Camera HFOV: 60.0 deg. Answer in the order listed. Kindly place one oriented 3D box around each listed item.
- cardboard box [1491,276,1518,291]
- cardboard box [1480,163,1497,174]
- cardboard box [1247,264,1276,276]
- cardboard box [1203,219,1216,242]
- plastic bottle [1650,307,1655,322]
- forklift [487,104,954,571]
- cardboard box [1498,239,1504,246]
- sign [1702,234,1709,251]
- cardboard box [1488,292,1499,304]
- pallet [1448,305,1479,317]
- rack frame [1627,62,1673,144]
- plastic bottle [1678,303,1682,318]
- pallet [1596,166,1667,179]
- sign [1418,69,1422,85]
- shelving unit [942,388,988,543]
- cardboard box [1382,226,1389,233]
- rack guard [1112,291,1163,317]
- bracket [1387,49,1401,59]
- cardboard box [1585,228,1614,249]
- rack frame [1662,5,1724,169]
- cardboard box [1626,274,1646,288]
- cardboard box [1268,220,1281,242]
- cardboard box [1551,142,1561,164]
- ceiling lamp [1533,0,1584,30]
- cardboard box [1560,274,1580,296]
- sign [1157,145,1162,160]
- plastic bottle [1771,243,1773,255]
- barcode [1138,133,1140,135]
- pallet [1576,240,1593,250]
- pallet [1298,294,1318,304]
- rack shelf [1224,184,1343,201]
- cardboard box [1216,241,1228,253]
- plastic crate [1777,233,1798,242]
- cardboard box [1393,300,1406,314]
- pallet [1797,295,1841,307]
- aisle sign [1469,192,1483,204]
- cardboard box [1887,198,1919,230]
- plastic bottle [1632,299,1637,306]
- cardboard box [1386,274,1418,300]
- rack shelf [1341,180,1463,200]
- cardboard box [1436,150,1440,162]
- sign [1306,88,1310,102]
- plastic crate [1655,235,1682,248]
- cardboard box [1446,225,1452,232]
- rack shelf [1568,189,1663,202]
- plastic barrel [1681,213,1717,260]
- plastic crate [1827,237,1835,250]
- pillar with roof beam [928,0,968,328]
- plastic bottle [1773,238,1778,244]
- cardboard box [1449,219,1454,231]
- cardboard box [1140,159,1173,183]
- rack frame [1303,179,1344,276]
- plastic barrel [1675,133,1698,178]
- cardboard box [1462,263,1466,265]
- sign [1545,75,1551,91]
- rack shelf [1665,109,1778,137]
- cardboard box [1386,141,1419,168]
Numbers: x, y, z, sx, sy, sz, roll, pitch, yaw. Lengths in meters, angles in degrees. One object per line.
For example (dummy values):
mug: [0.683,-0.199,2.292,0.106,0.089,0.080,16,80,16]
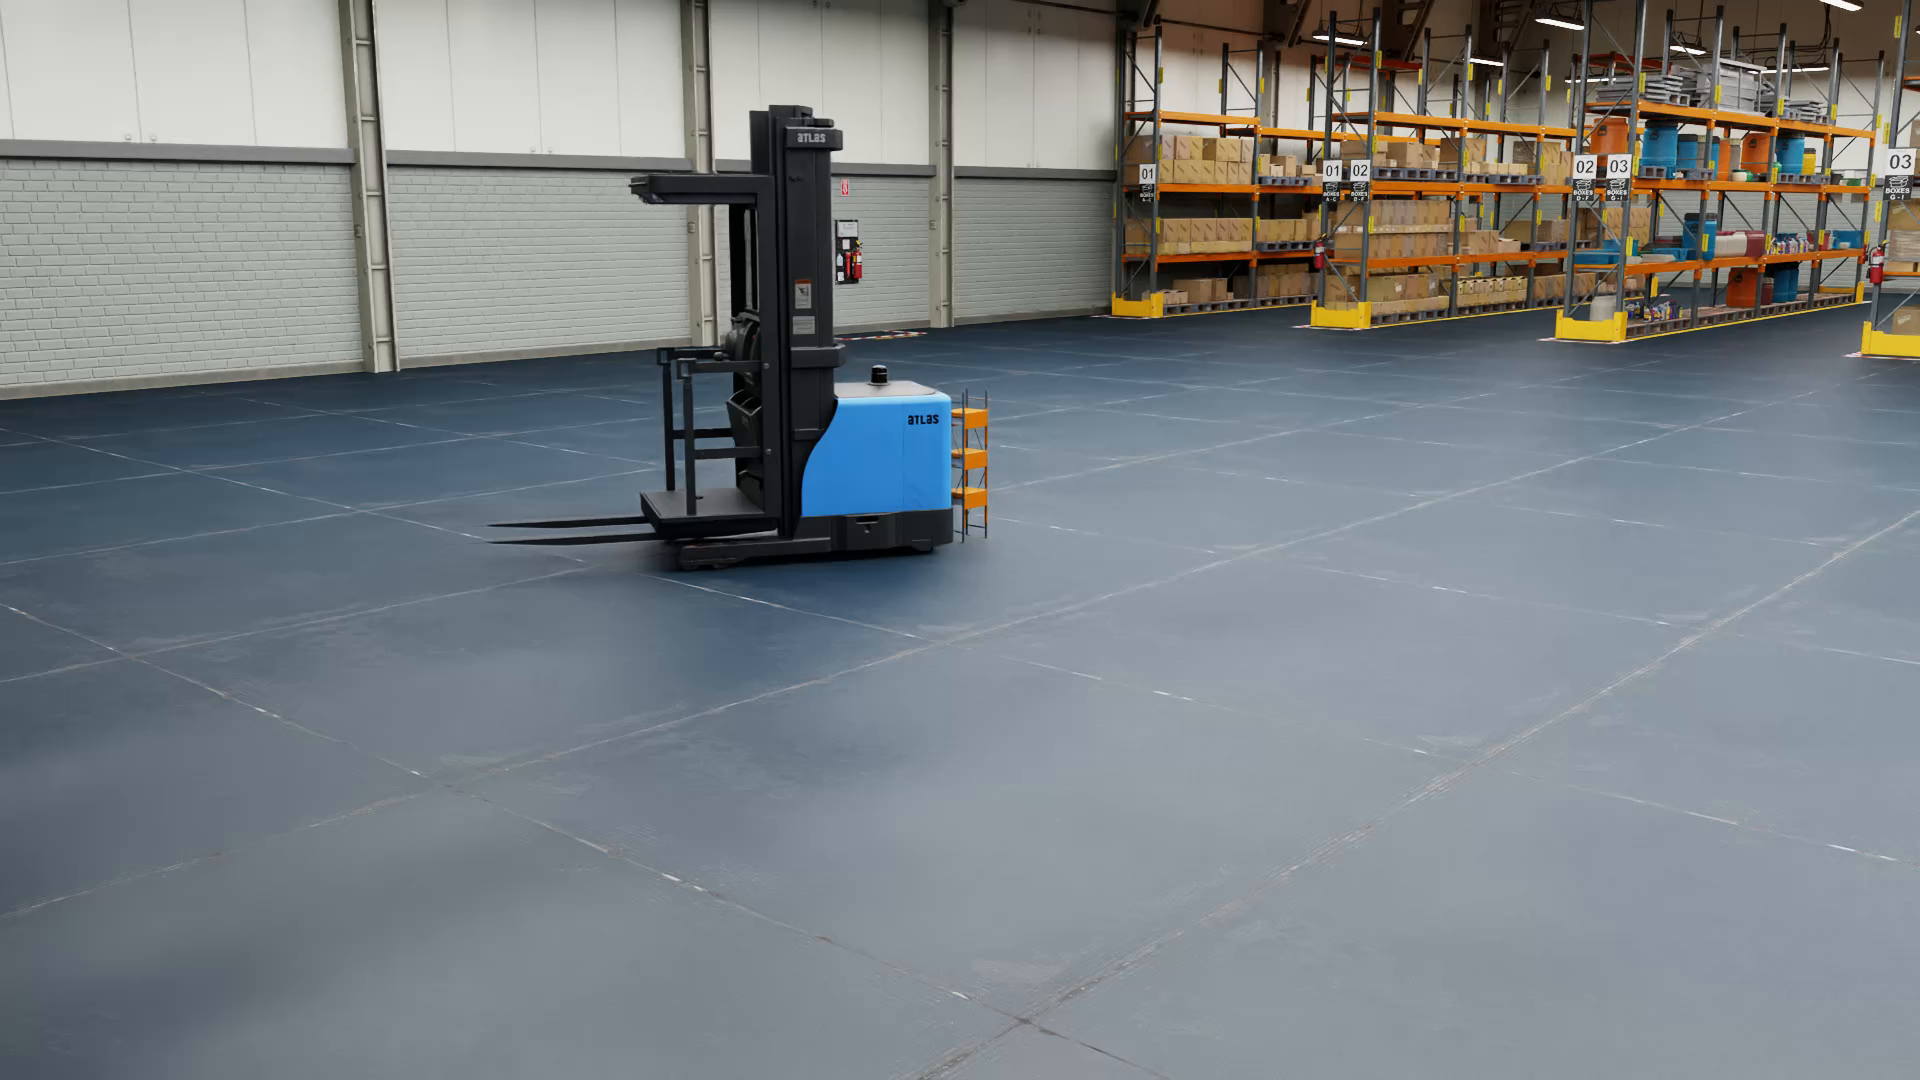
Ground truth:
cardboard box: [12.293,-5.808,37.649,0.500,0.311,0.500,9,15,39]
cardboard box: [11.460,-8.150,36.510,0.500,0.250,0.500,8,14,36]
cardboard box: [7.190,-6.447,39.673,0.500,0.250,0.500,9,15,39]
cardboard box: [5.340,-6.884,36.937,0.500,0.500,0.500,10,15,42]
plastic bottle: [12.824,-4.185,30.818,0.061,0.283,0.133,10,15,41]
forklift: [-1.619,-1.355,11.010,3.031,2.935,1.130,-3,12,-17]
cardboard box: [12.056,-6.712,37.883,0.500,0.311,0.500,10,15,40]
sign: [14.276,-5.695,31.861,0.100,0.325,0.005,10,15,40]
cardboard box: [11.619,-5.385,36.960,0.500,0.250,0.500,10,15,41]
pallet: [10.609,-5.019,36.303,1.003,0.211,1.213,10,15,40]
rack frame: [18.073,-10.981,43.713,1.000,3.000,0.127,10,15,40]
plastic bottle: [13.800,-4.403,31.907,0.061,0.283,0.133,11,16,43]
pallet: [11.849,-6.531,29.577,1.003,0.211,1.213,10,15,40]
sign: [9.736,-9.781,35.117,0.100,0.325,0.005,10,15,40]
shelving unit: [0.035,-0.523,11.648,0.215,1.050,0.252,10,15,40]
cardboard box: [8.270,-6.158,32.971,0.380,0.149,0.250,10,15,41]
rack guard: [3.838,-5.110,36.020,1.175,0.500,0.348,10,15,40]
bracket: [11.514,-12.905,44.158,0.235,0.232,0.430,10,15,40]
cardboard box: [15.974,-7.539,41.544,0.500,0.500,0.500,10,15,42]
rack frame: [13.870,-8.574,31.665,1.000,3.000,0.127,10,15,40]
cardboard box: [17.899,-6.917,43.943,0.500,0.500,0.500,10,15,40]
cardboard box: [7.164,-7.330,39.372,0.500,0.500,0.700,-10,15,-42]
cardboard box: [13.758,-9.086,39.075,0.500,0.500,0.500,10,15,40]
ceiling lamp: [12.090,-11.708,32.451,0.800,3.185,2.000,10,15,40]
cardboard box: [14.658,-6.185,40.279,0.500,0.500,0.500,10,15,41]
sign: [4.195,-8.154,34.988,0.100,0.325,0.005,10,15,40]
plastic bottle: [17.344,-6.250,35.661,0.152,0.276,0.135,10,15,40]
barcode: [3.881,-8.798,36.105,0.001,0.075,0.075,10,15,40]
pallet: [14.823,-7.253,40.855,1.003,0.211,1.213,10,15,40]
pallet: [8.552,-6.020,41.310,1.003,0.211,1.213,10,15,40]
rack shelf: [7.748,-8.326,39.915,1.077,0.370,4.000,10,15,40]
cardboard box: [5.688,-6.592,37.391,0.500,0.250,0.500,10,15,40]
plastic crate: [19.203,-6.944,38.706,0.392,0.384,0.575,10,15,40]
cardboard box: [8.690,-4.740,33.733,0.500,0.250,0.500,10,15,40]
pallet: [20.412,-5.735,39.888,1.003,0.211,1.213,10,15,40]
aisle sign: [14.622,-9.925,47.109,0.394,0.787,0.004,10,15,40]
cardboard box: [15.127,-5.202,26.528,0.500,0.500,0.500,10,15,40]
plastic bottle: [13.025,-4.484,32.143,0.144,0.351,0.185,10,15,42]
cardboard box: [9.024,-5.181,34.024,0.500,0.500,0.500,10,15,40]
rack shelf: [8.831,-7.097,33.765,1.077,0.370,4.000,10,15,40]
cardboard box: [12.725,-10.255,44.881,0.500,0.500,0.500,9,15,39]
sign: [8.649,-11.051,41.274,0.100,0.325,0.005,10,15,40]
plastic crate: [13.960,-5.775,32.801,0.402,0.464,0.583,10,15,40]
cardboard box: [10.133,-6.573,35.049,0.380,0.149,0.250,10,15,40]
rack shelf: [16.753,-8.863,42.605,1.077,0.370,4.000,10,15,40]
plastic barrel: [14.353,-5.896,32.292,0.600,0.901,0.708,10,15,40]
plastic crate: [20.297,-6.982,39.157,0.437,0.282,0.530,10,15,40]
pillar with roof beam: [2.873,-8.042,29.001,9.100,9.000,0.548,10,15,40]
plastic bottle: [17.860,-6.445,36.449,0.144,0.351,0.185,10,15,40]
cardboard box: [13.038,-8.530,45.995,0.980,0.700,0.700,9,14,38]
cardboard box: [4.196,-7.871,35.498,0.500,0.500,0.500,10,15,42]
rack frame: [9.069,-7.502,41.612,1.000,3.000,0.127,10,15,40]
plastic barrel: [14.043,-7.452,32.425,0.600,0.901,0.708,10,15,40]
cardboard box: [14.015,-7.819,46.852,0.380,0.149,0.250,10,15,40]
sign: [13.211,-10.268,37.357,0.100,0.325,0.005,10,15,40]
rack shelf: [15.190,-8.320,33.248,1.077,0.370,4.000,10,15,40]
cardboard box: [8.813,-7.688,33.203,0.500,0.500,0.500,10,15,40]
